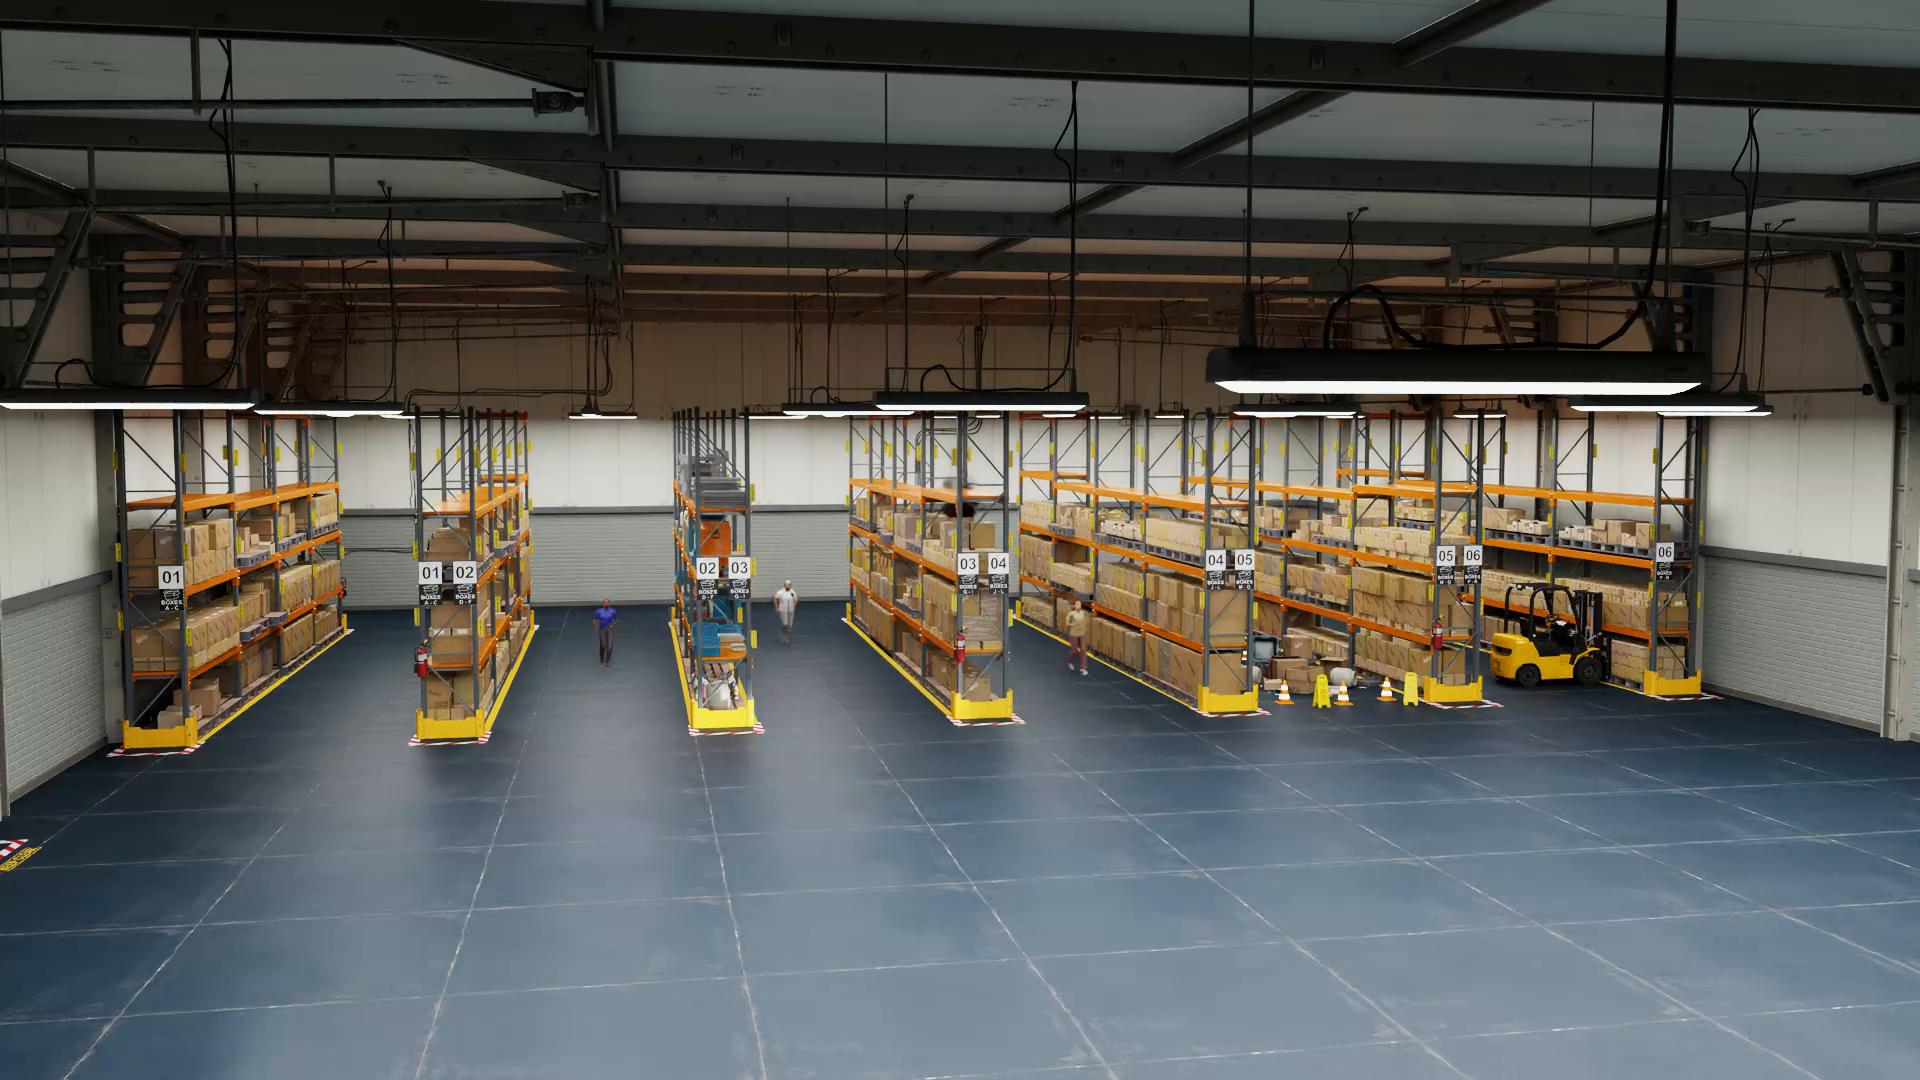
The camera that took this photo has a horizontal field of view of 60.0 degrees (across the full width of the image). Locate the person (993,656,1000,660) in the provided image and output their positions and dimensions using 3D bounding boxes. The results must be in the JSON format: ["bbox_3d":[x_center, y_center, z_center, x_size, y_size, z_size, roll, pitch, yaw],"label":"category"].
[{"bbox_3d":[0.781,2.057,40.331,0.607,1.648,0.841,-1,4,-18],"label":"person"}]

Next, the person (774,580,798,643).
[{"bbox_3d":[-4.461,1.847,42.913,0.569,1.630,0.723,-2,4,-24],"label":"person"}]

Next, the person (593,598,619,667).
[{"bbox_3d":[-8.239,2.160,38.747,0.573,1.609,0.556,-1,4,-17],"label":"person"}]

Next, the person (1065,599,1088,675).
[{"bbox_3d":[2.663,2.180,37.750,0.574,1.673,0.951,-1,4,-17],"label":"person"}]
